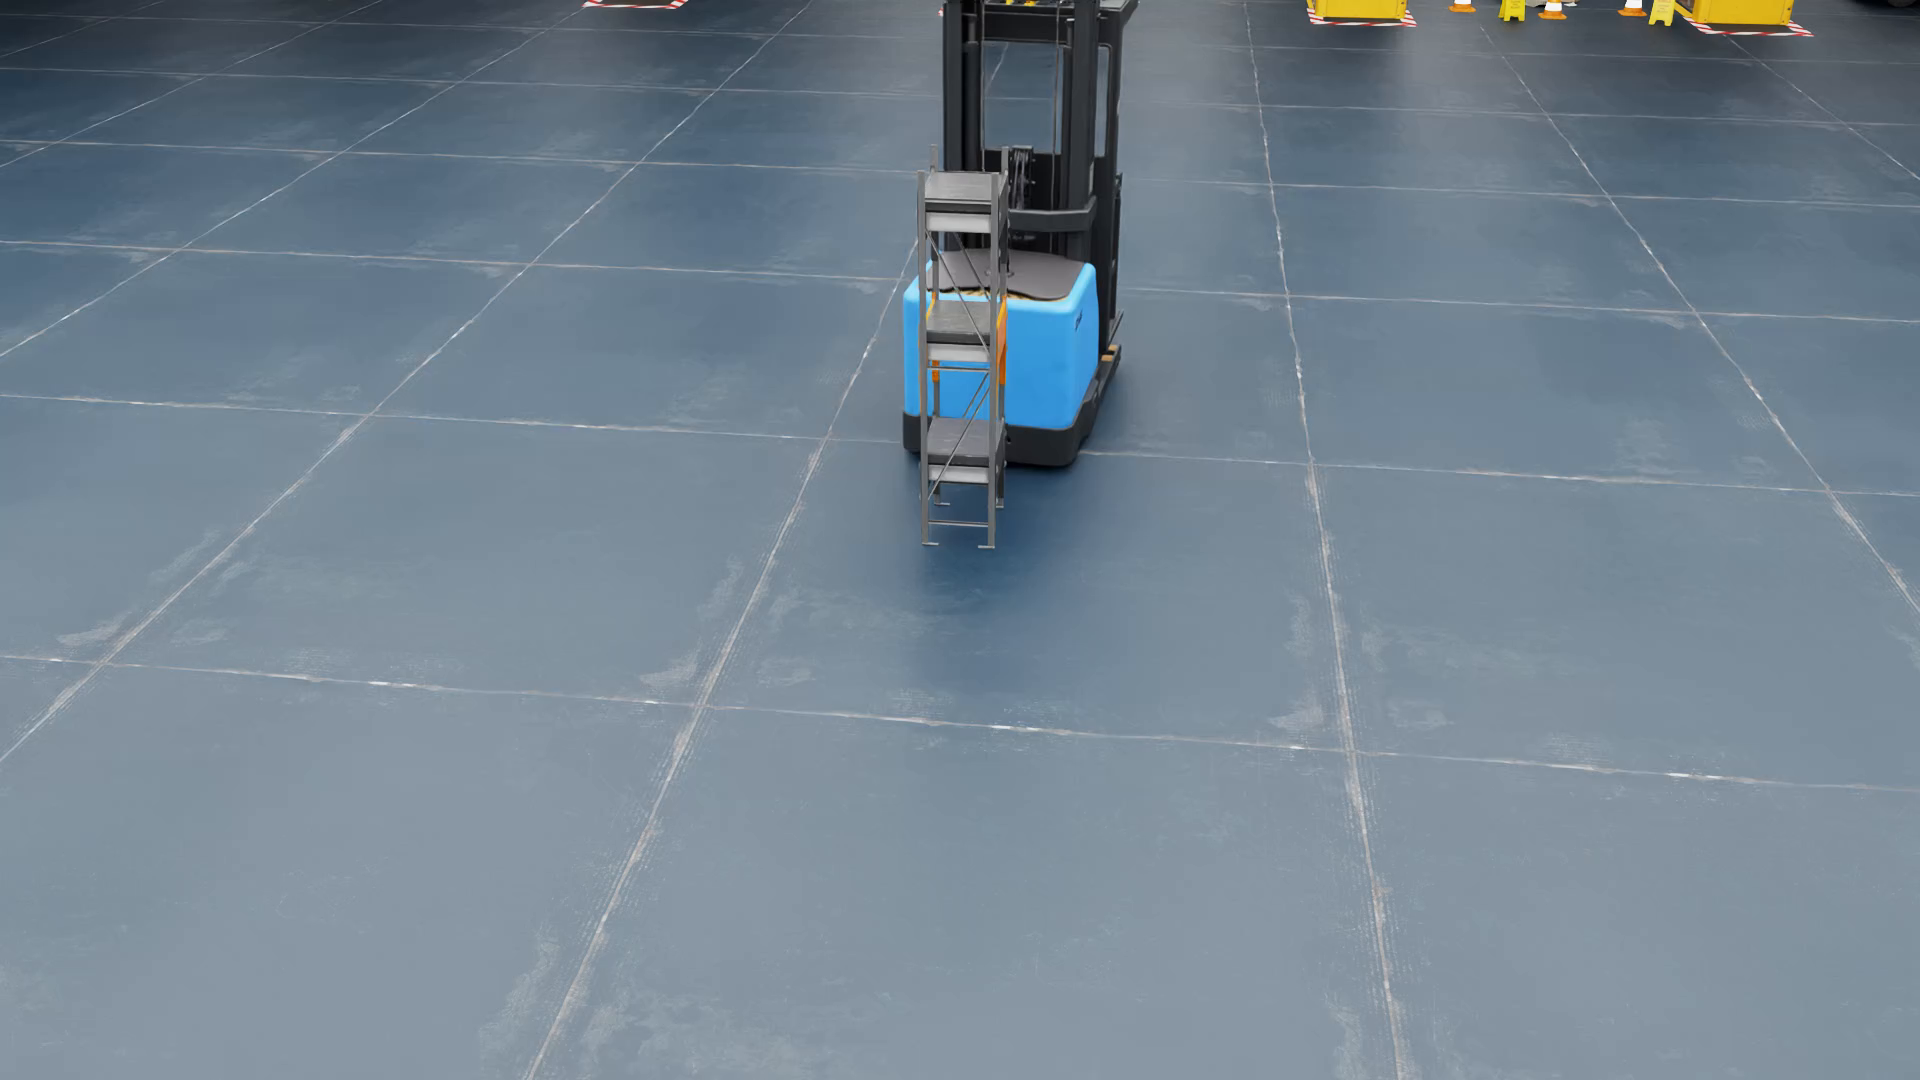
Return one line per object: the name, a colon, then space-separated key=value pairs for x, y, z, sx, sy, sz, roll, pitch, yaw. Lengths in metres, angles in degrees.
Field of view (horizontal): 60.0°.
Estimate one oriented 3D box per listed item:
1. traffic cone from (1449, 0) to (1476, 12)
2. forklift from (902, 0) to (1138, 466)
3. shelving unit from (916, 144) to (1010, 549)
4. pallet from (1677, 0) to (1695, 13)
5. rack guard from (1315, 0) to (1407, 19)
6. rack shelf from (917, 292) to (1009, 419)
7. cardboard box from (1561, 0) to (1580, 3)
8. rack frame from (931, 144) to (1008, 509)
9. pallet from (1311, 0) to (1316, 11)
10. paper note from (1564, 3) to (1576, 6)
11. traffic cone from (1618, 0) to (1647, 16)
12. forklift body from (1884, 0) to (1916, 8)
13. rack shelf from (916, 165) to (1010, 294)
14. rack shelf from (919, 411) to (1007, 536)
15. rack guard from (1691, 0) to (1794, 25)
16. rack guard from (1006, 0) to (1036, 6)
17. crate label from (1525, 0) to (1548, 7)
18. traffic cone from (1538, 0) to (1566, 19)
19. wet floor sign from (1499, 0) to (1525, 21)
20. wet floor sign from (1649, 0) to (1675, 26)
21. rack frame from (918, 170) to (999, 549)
traffic cone: x=6.840 y=-7.427 z=22.549 sx=0.336 sy=0.463 sz=0.334 roll=3 pitch=28 yaw=6
forklift: x=0.492 y=-2.411 z=10.635 sx=1.130 sy=2.935 sz=3.031 roll=6 pitch=29 yaw=12
shelving unit: x=0.020 y=-1.002 z=8.897 sx=0.431 sy=2.100 sz=0.503 roll=3 pitch=28 yaw=6
pallet: x=10.435 y=-7.325 z=22.625 sx=1.003 sy=0.211 sz=1.213 roll=3 pitch=28 yaw=6
rack guard: x=5.363 y=-7.265 z=22.208 sx=1.175 sy=0.500 sz=0.348 roll=3 pitch=28 yaw=6
rack shelf: x=0.020 y=-0.990 z=8.903 sx=0.431 sy=0.518 sz=0.480 roll=3 pitch=28 yaw=6
cardboard box: x=8.446 y=-7.616 z=23.229 sx=0.380 sy=0.149 sz=0.250 roll=20 pitch=34 yaw=32
rack frame: x=0.050 y=-1.117 z=9.110 sx=0.400 sy=2.100 sz=0.015 roll=3 pitch=28 yaw=6
pallet: x=5.386 y=-7.530 z=23.005 sx=1.003 sy=0.211 sz=1.213 roll=3 pitch=28 yaw=6
paper note: x=8.431 y=-7.390 z=22.936 sx=0.148 sy=0.019 sz=0.142 roll=-6 pitch=29 yaw=-11
traffic cone: x=9.063 y=-7.297 z=22.307 sx=0.336 sy=0.463 sz=0.334 roll=3 pitch=28 yaw=6
forklift body: x=13.639 y=-8.475 z=22.713 sx=2.313 sy=2.155 sz=1.214 roll=3 pitch=28 yaw=6
rack shelf: x=0.020 y=-1.607 z=8.571 sx=0.431 sy=0.518 sz=0.480 roll=3 pitch=28 yaw=6
rack shelf: x=0.020 y=-0.374 z=9.235 sx=0.431 sy=0.518 sz=0.480 roll=3 pitch=28 yaw=6
rack guard: x=10.300 y=-7.072 z=21.850 sx=1.175 sy=0.500 sz=0.348 roll=3 pitch=28 yaw=6
rack guard: x=0.465 y=-7.648 z=22.919 sx=1.175 sy=0.500 sz=0.348 roll=3 pitch=28 yaw=6
crate label: x=7.954 y=-7.432 z=22.901 sx=0.250 sy=0.136 sz=0.298 roll=-11 pitch=30 yaw=-20
traffic cone: x=7.920 y=-7.202 z=22.130 sx=0.336 sy=0.463 sz=0.334 roll=3 pitch=28 yaw=6
wet floor sign: x=7.327 y=-7.212 z=21.956 sx=0.267 sy=0.644 sz=0.232 roll=-1 pitch=28 yaw=-3
wet floor sign: x=9.205 y=-7.073 z=21.699 sx=0.267 sy=0.644 sz=0.232 roll=14 pitch=31 yaw=24
rack frame: x=-0.010 y=-0.887 z=8.683 sx=0.400 sy=2.100 sz=0.015 roll=3 pitch=28 yaw=6
